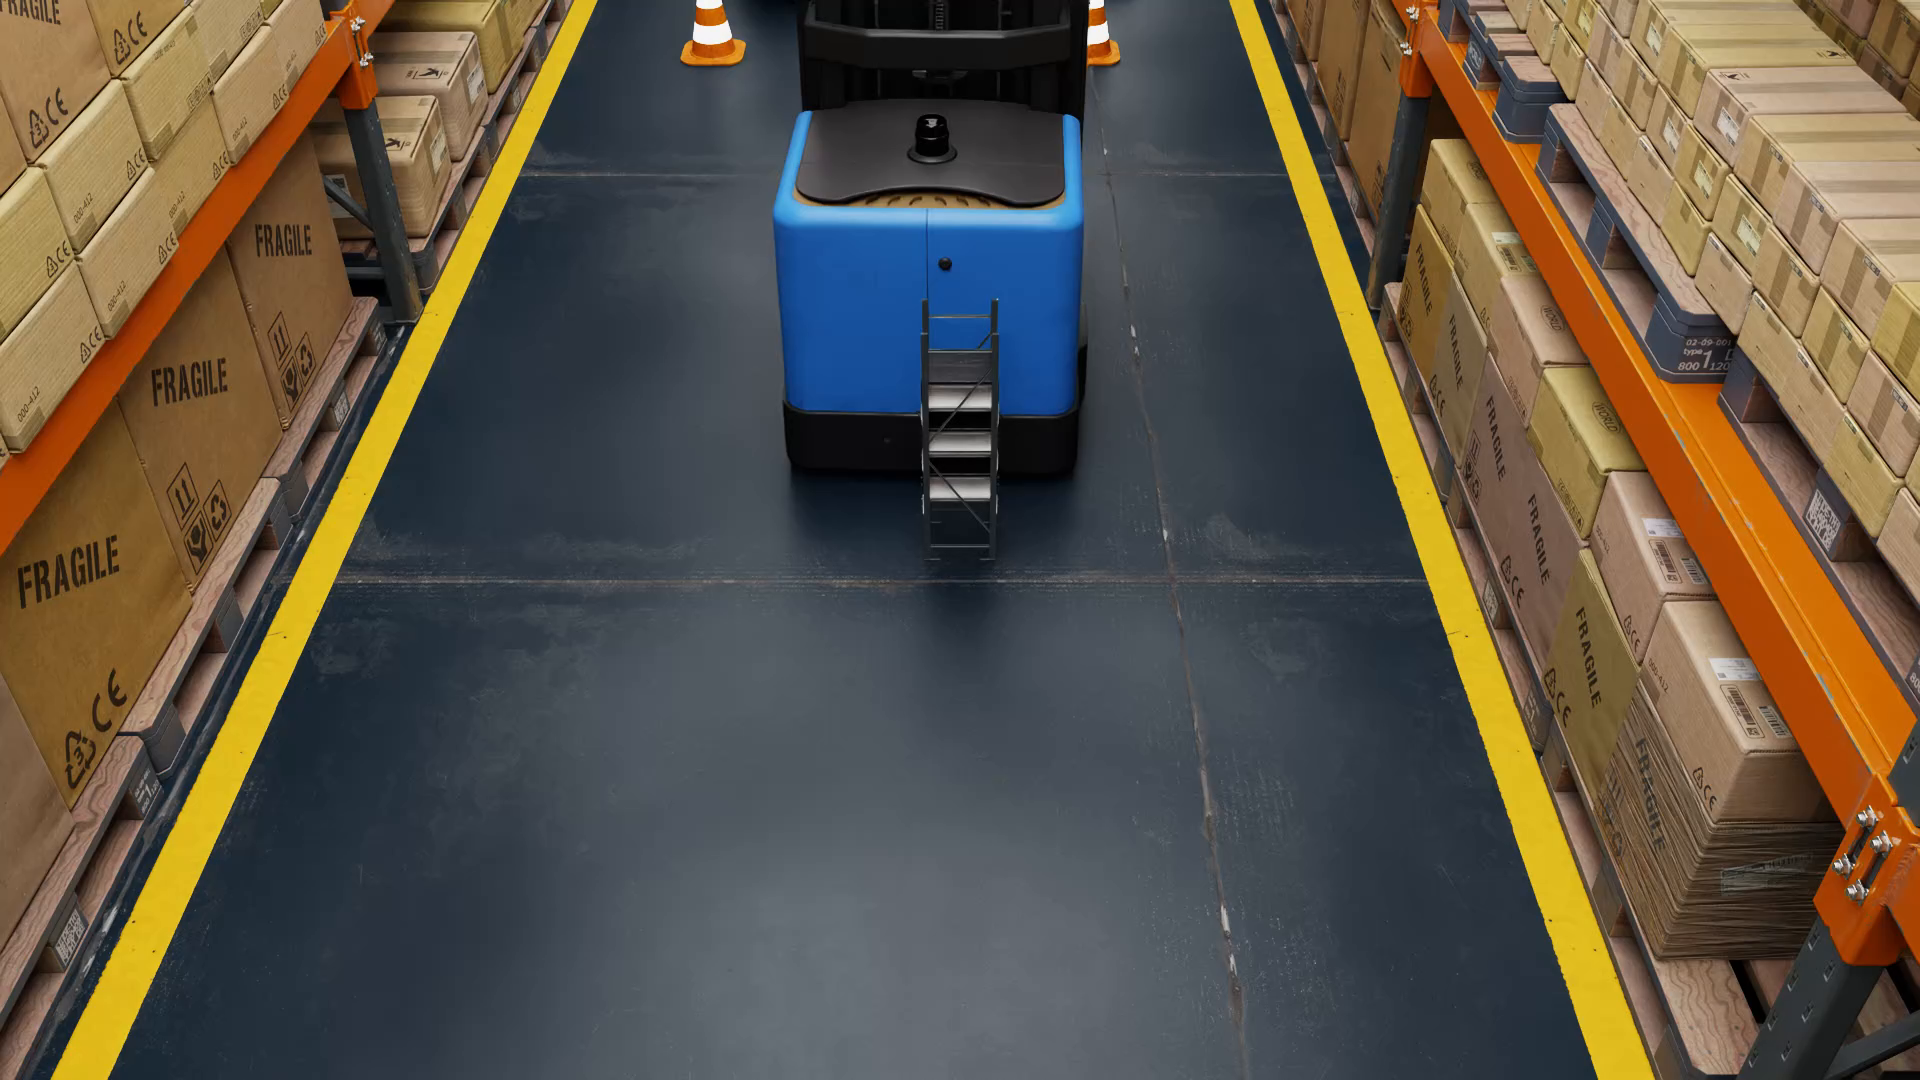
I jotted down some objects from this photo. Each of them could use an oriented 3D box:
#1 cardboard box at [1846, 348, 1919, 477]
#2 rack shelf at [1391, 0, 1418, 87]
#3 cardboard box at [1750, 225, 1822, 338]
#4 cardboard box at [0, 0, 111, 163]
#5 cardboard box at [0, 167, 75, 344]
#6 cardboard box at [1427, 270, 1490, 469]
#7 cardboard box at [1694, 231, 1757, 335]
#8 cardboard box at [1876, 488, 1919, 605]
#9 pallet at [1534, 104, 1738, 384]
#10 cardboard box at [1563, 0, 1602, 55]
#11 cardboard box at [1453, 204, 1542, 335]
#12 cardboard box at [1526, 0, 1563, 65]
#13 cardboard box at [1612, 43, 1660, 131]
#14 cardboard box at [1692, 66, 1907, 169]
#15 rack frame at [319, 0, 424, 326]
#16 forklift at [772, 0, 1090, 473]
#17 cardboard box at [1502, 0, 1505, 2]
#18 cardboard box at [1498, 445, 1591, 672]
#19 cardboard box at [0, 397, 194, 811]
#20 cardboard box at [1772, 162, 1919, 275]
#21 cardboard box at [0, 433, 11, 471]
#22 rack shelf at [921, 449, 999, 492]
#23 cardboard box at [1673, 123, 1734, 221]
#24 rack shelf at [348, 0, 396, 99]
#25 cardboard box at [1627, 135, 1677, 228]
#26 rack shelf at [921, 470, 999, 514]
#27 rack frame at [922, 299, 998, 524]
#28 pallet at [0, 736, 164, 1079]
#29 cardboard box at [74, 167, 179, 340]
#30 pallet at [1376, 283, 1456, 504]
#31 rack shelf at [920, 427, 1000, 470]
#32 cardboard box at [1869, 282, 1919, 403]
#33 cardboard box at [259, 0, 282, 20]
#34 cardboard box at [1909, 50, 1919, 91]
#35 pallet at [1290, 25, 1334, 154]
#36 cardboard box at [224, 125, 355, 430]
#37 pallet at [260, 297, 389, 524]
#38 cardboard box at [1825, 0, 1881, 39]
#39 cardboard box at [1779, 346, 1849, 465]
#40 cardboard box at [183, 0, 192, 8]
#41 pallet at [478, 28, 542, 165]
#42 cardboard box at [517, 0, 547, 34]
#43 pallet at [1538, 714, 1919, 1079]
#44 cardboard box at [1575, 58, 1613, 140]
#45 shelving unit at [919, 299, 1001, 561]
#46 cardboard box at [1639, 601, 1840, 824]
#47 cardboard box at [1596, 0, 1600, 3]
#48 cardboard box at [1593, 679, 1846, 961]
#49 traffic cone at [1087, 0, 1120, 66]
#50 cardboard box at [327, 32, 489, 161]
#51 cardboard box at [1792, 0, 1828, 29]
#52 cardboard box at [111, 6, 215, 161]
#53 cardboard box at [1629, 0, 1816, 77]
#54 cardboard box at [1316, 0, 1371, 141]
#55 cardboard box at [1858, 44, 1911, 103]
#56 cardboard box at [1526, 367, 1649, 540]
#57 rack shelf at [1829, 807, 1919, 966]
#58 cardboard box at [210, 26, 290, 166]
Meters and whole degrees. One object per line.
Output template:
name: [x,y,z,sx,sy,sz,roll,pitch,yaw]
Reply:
cardboard box: [2.017,-0.254,3.295,0.380,0.149,0.250,0,39,0]
rack shelf: [2.209,-3.130,7.832,1.077,0.370,4.000,0,39,0]
cardboard box: [2.015,-0.580,3.702,0.380,0.149,0.250,-1,39,-2]
cardboard box: [-2.480,-1.251,4.033,0.500,0.500,0.500,-1,39,-1]
cardboard box: [-2.455,-0.645,3.877,0.500,0.250,0.500,0,39,1]
cardboard box: [1.961,-0.591,5.752,0.500,0.500,0.500,0,39,0]
cardboard box: [2.012,-0.621,3.992,0.380,0.149,0.250,-2,39,-2]
cardboard box: [2.018,0.028,3.182,0.380,0.149,0.250,-1,39,-1]
pallet: [2.255,-0.847,4.562,1.003,0.211,1.213,0,39,0]
cardboard box: [2.018,-1.545,4.907,0.380,0.149,0.250,0,39,0]
cardboard box: [1.971,-0.892,5.528,0.500,0.250,0.500,0,39,-1]
cardboard box: [2.011,-1.609,5.224,0.380,0.149,0.250,2,39,2]
cardboard box: [2.014,-1.234,4.518,0.380,0.149,0.250,0,39,0]
cardboard box: [2.020,-1.022,4.016,0.380,0.149,0.250,-2,39,-2]
rack frame: [-2.738,-2.093,5.963,1.000,3.000,0.127,0,39,0]
forklift: [-0.055,-2.281,6.252,1.130,2.935,3.031,1,39,2]
cardboard box: [2.010,-1.946,5.644,0.380,0.149,0.250,-1,39,-1]
cardboard box: [1.967,0.049,4.953,0.500,0.500,0.500,-1,39,-1]
cardboard box: [-2.823,0.121,4.564,0.875,0.875,0.875,1,39,1]
cardboard box: [2.020,-0.701,3.616,0.380,0.149,0.250,0,39,0]
cardboard box: [-2.472,-0.132,3.636,0.500,0.250,0.500,-1,39,-1]
rack shelf: [0.000,-0.250,5.539,0.258,0.077,0.200,0,39,0]
cardboard box: [2.013,-0.913,4.118,0.380,0.149,0.250,0,39,0]
rack shelf: [-2.741,-3.063,7.749,1.077,0.370,4.000,0,39,0]
cardboard box: [2.013,-0.954,4.407,0.380,0.149,0.250,-1,39,-2]
rack shelf: [0.000,-0.180,5.596,0.258,0.077,0.200,0,39,0]
rack frame: [0.000,-0.410,5.542,0.240,0.900,0.006,0,39,0]
pallet: [-2.810,1.014,4.316,1.003,0.211,1.213,0,39,0]
cardboard box: [-2.448,-0.765,4.426,0.500,0.250,0.500,-1,39,-1]
pallet: [2.211,-0.583,6.309,1.003,0.211,1.213,0,39,0]
rack shelf: [0.000,-0.320,5.483,0.258,0.077,0.200,0,39,0]
cardboard box: [2.019,-0.375,3.209,0.380,0.149,0.250,-1,39,-1]
cardboard box: [-2.484,-1.927,5.476,0.500,0.250,0.500,0,39,0]
cardboard box: [2.669,-1.180,4.213,0.380,0.149,0.250,1,39,1]
pallet: [2.287,-2.326,8.483,1.003,0.211,1.213,0,39,0]
cardboard box: [-2.821,-0.996,5.957,0.875,0.875,0.875,0,39,0]
pallet: [-2.813,-0.512,6.220,1.003,0.211,1.213,0,39,0]
cardboard box: [2.667,-1.513,4.629,0.380,0.149,0.250,0,39,0]
cardboard box: [2.018,-0.291,3.579,0.380,0.149,0.250,0,39,0]
cardboard box: [-2.467,-1.878,4.816,0.500,0.500,0.500,1,39,1]
pallet: [-2.736,-2.255,8.395,1.003,0.211,1.213,0,39,0]
cardboard box: [-2.736,-2.955,8.805,0.950,0.372,0.625,2,39,3]
pallet: [2.214,0.943,4.405,1.003,0.211,1.213,0,39,0]
cardboard box: [2.016,-1.274,4.806,0.380,0.149,0.250,1,39,1]
shelving unit: [0.000,-0.346,5.462,0.258,0.900,0.210,0,39,0]
cardboard box: [1.962,0.395,3.922,0.500,0.250,0.500,-1,39,-1]
cardboard box: [2.017,-1.682,4.839,0.380,0.149,0.250,-2,39,-2]
cardboard box: [1.963,0.690,4.153,0.500,0.500,0.500,-1,39,-1]
traffic cone: [0.698,-2.832,8.913,0.336,0.463,0.334,0,39,0]
cardboard box: [-2.738,-2.046,7.670,0.950,0.372,0.625,-1,39,-1]
cardboard box: [2.672,-1.545,4.907,0.380,0.149,0.250,0,39,0]
cardboard box: [-2.459,-1.286,4.676,0.500,0.250,0.500,-1,39,-1]
cardboard box: [2.021,-1.347,4.421,0.380,0.149,0.250,1,39,1]
cardboard box: [2.296,-2.373,7.776,1.050,0.750,0.750,1,39,1]
cardboard box: [2.671,-1.226,4.509,0.380,0.149,0.250,1,39,1]
cardboard box: [1.960,-0.257,4.736,0.500,0.250,0.500,-2,39,-2]
rack shelf: [2.218,1.873,1.589,1.077,0.370,4.000,0,39,0]
cardboard box: [-2.462,-1.399,5.217,0.500,0.250,0.500,1,39,1]
